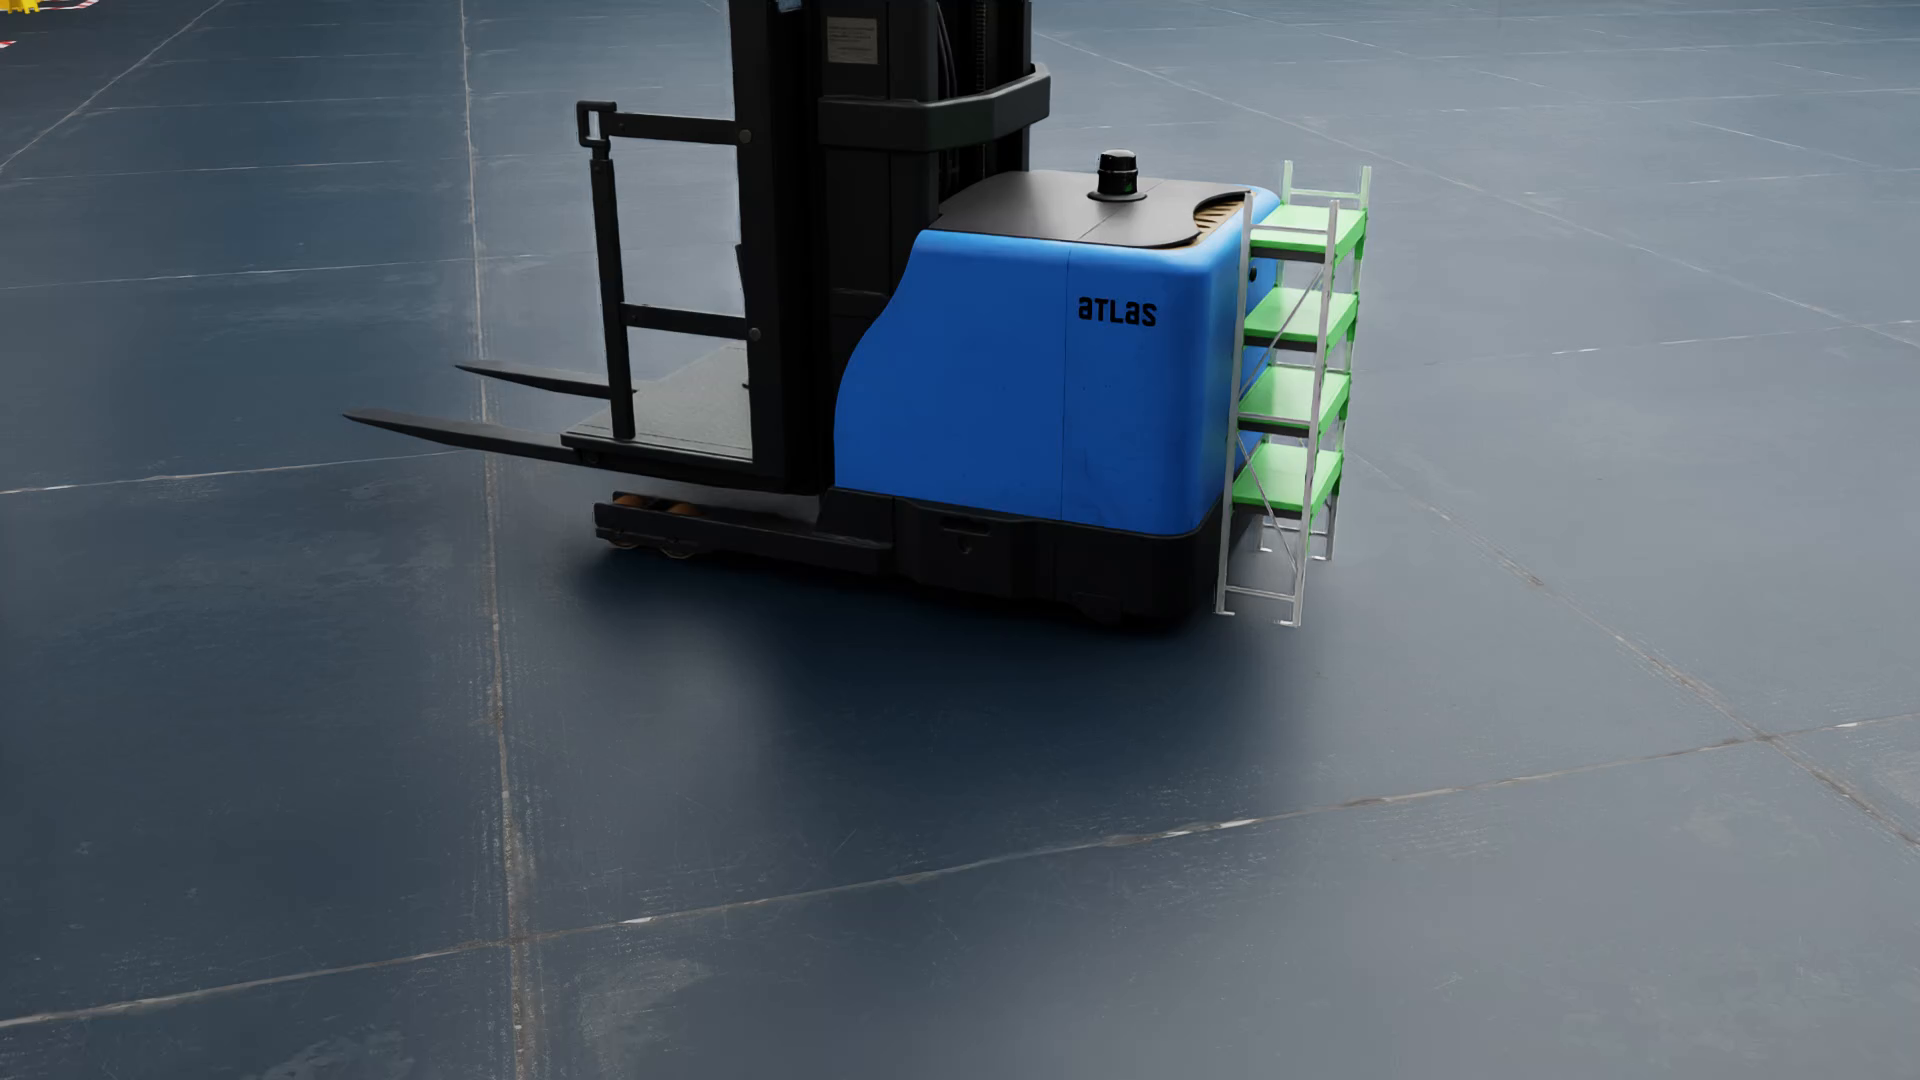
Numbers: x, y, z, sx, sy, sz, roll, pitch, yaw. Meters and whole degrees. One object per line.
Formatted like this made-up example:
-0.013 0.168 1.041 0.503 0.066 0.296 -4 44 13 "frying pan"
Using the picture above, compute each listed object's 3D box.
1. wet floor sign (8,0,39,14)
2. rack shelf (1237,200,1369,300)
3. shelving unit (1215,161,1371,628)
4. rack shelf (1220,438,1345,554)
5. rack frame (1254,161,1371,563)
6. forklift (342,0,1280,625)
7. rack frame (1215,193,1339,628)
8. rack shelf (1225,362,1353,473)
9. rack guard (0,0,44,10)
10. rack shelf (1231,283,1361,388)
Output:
-11.329 -6.679 19.998 0.232 0.644 0.267 2 23 4 "wet floor sign"
0.939 -0.796 4.527 0.258 0.148 0.480 9 25 20 "rack shelf"
0.938 -0.414 4.691 0.258 1.200 0.503 9 25 20 "shelving unit"
0.937 -0.134 4.812 0.258 0.148 0.480 9 25 20 "rack shelf"
1.029 -0.503 4.899 0.240 1.200 0.015 9 25 20 "rack frame"
-0.589 -1.470 4.958 3.031 2.935 1.130 9 25 20 "forklift"
0.846 -0.324 4.484 0.240 1.200 0.015 9 25 20 "rack frame"
0.937 -0.355 4.717 0.258 0.148 0.480 9 25 20 "rack shelf"
-11.874 -6.990 20.908 0.348 0.500 1.175 -6 24 -14 "rack guard"
0.938 -0.575 4.622 0.258 0.148 0.480 9 25 20 "rack shelf"
